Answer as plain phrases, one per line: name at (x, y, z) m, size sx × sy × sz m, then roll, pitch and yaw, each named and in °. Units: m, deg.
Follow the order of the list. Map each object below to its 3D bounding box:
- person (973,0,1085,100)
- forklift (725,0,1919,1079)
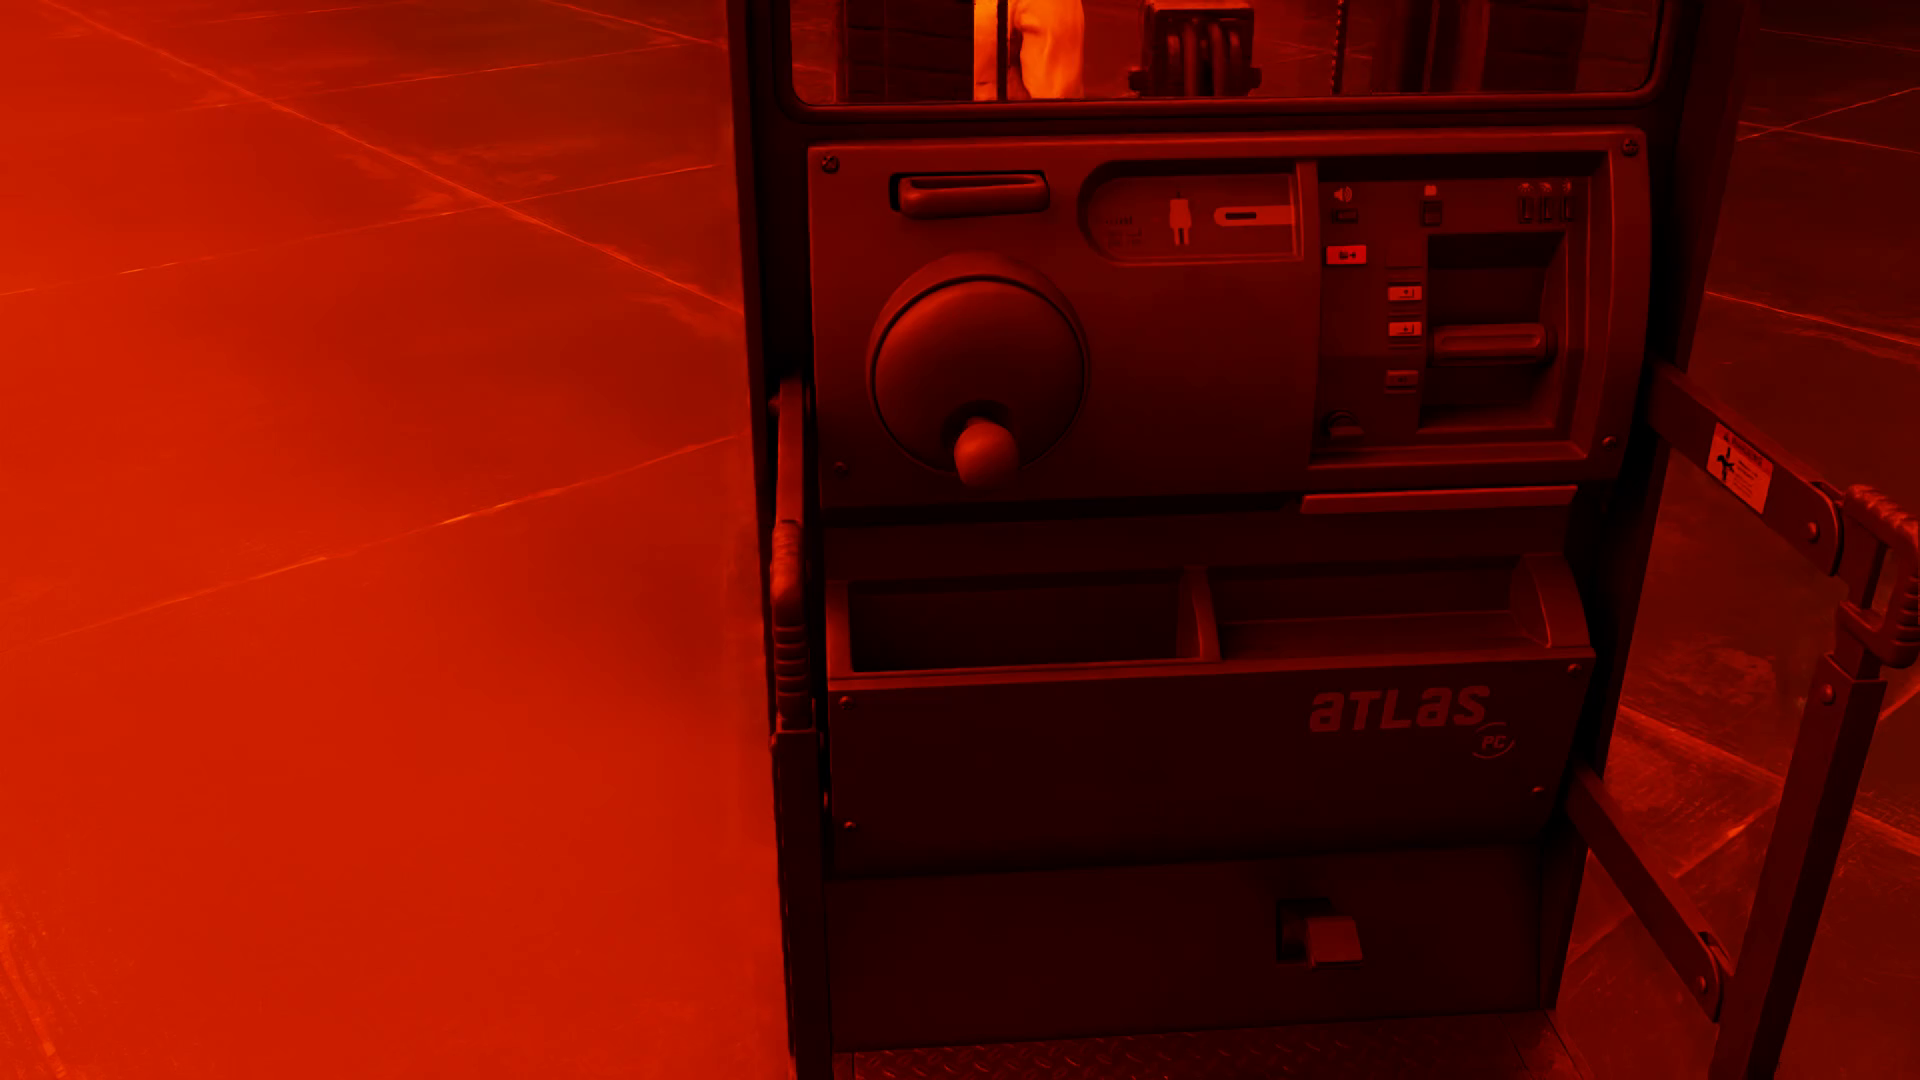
person at (-0.072, -0.779, 4.054) m, size 0.581 × 1.776 × 0.696 m, roll -20°, pitch 33°, yaw -35°
forklift at (0.322, -0.217, 1.641) m, size 1.130 × 2.935 × 3.031 m, roll -2°, pitch 26°, yaw -4°
